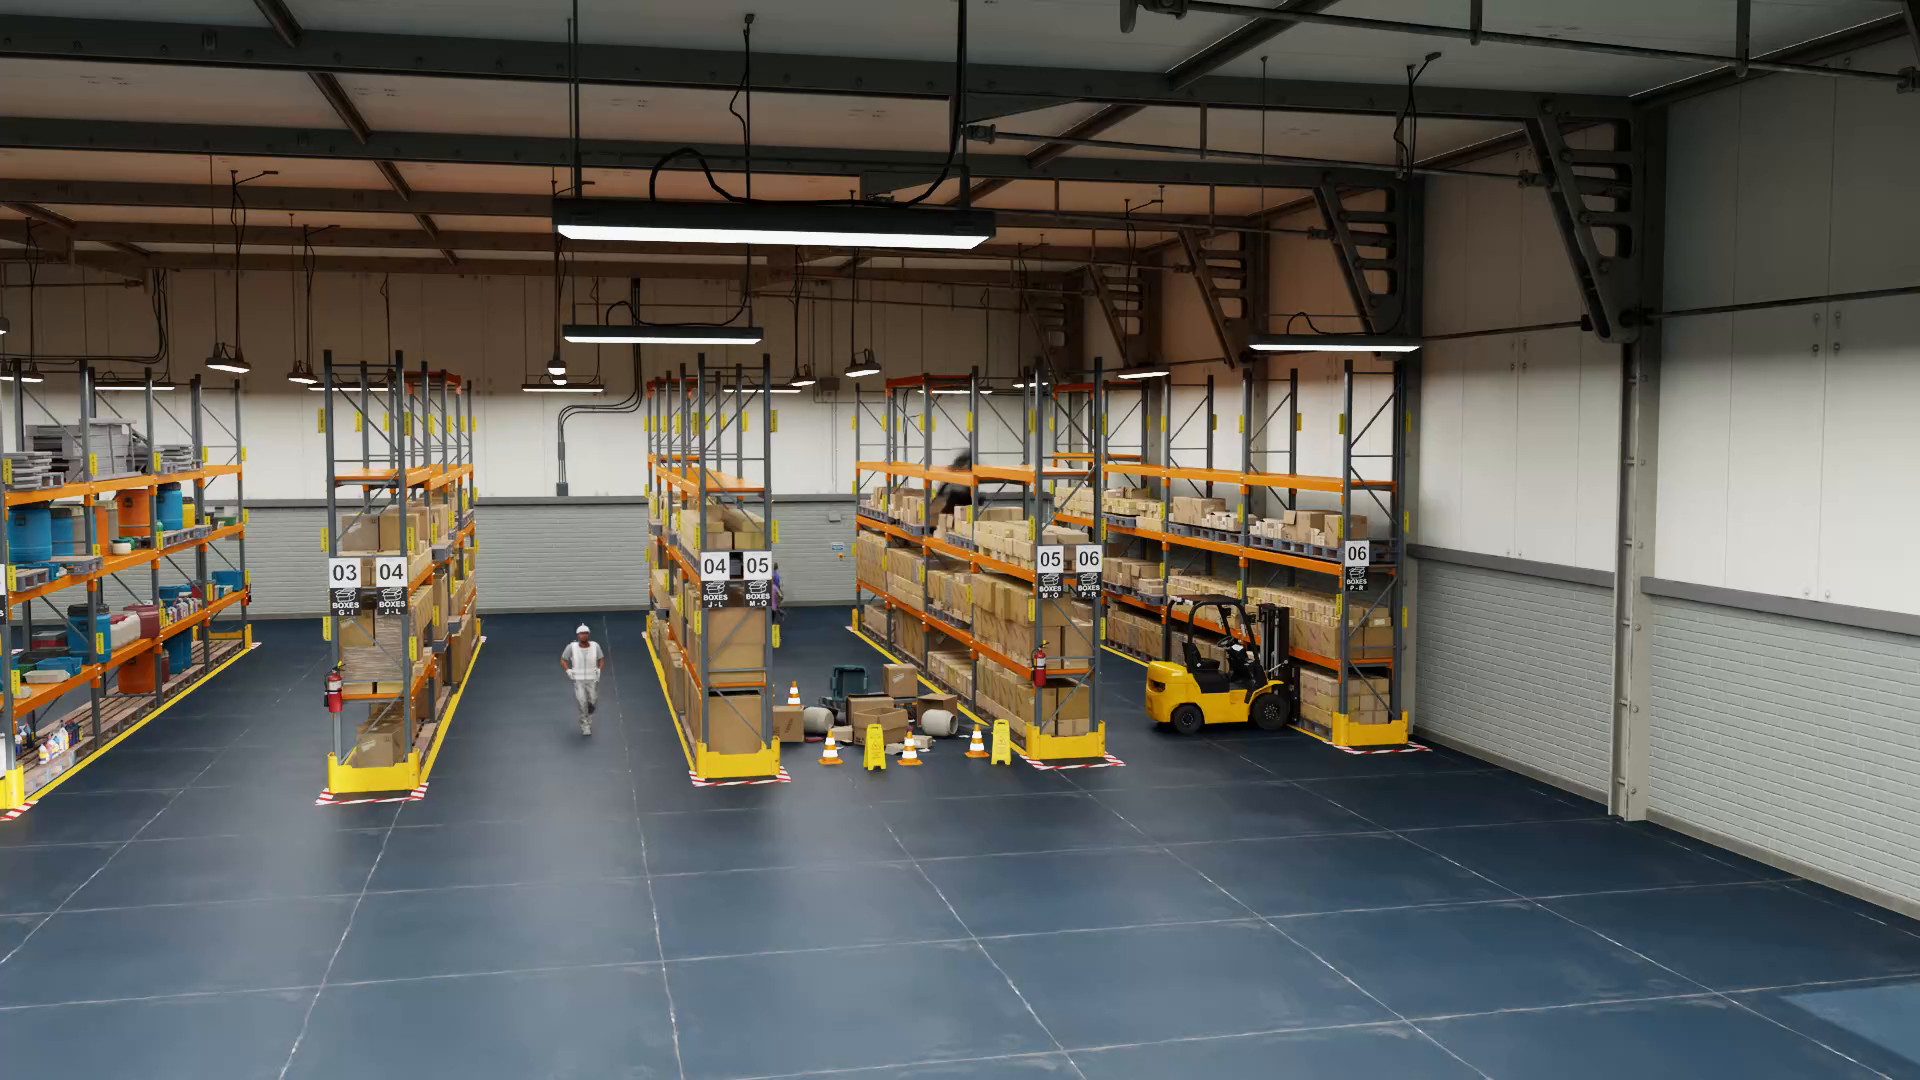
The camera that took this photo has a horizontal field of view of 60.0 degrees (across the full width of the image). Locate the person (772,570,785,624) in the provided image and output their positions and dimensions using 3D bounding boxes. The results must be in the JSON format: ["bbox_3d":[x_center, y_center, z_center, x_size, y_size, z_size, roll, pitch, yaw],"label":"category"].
[{"bbox_3d":[-4.542,1.409,41.044,0.462,1.357,0.535,-1,4,-13],"label":"person"}]

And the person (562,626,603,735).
[{"bbox_3d":[-6.096,2.251,26.916,0.666,1.749,0.684,-2,4,-21],"label":"person"}]

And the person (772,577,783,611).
[{"bbox_3d":[-4.316,1.608,37.776,0.514,1.583,0.972,-2,5,-28],"label":"person"}]
